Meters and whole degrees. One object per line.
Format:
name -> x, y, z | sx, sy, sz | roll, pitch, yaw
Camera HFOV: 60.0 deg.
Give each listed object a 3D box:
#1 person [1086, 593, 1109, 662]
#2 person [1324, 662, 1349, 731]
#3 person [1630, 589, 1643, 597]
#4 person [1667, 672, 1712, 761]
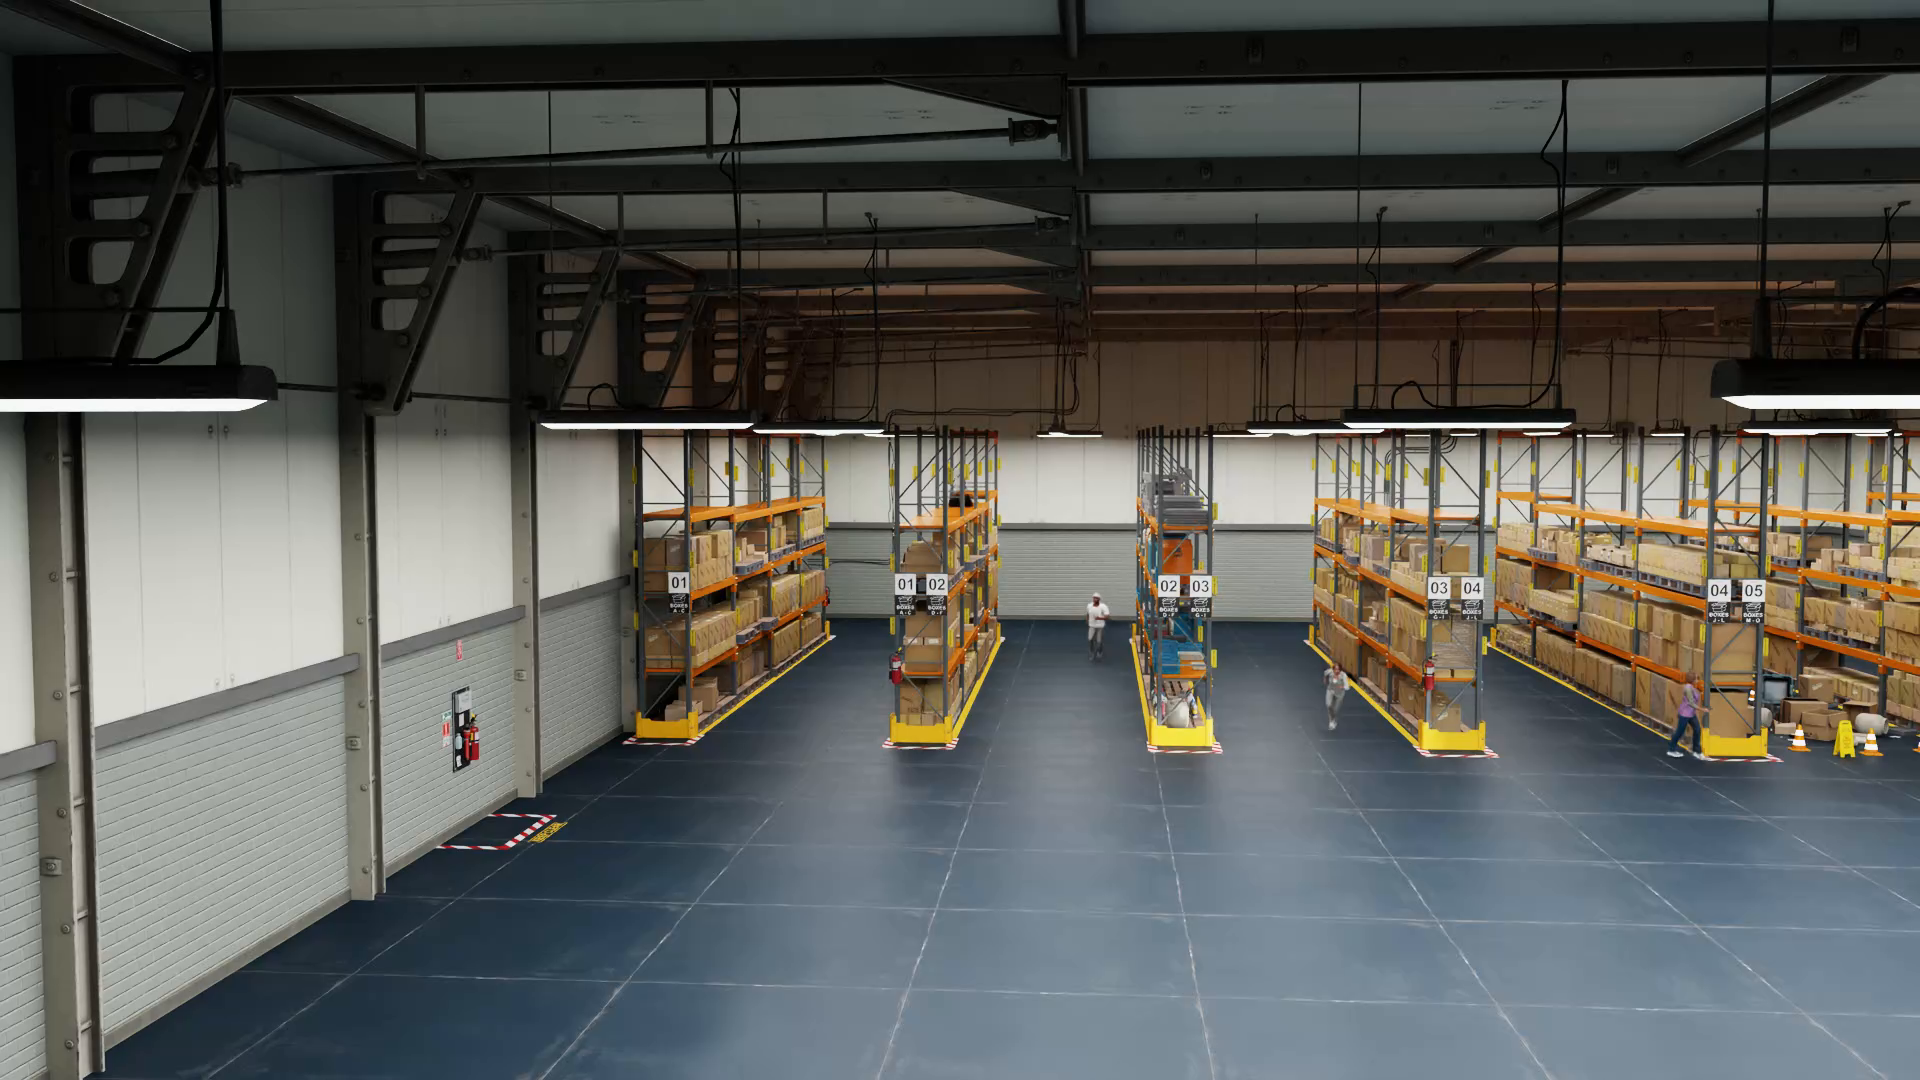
person -> 3.544, 2.255, 43.068 | 0.667, 1.785, 0.711 | 1, 4, 20
person -> 7.395, 3.042, 32.674 | 0.502, 1.371, 1.035 | 1, 4, 13
person -> 19.355, 2.038, 47.280 | 0.733, 1.709, 0.650 | 0, 3, 6
person -> 13.032, 3.161, 29.704 | 0.752, 1.569, 0.496 | 3, 4, 40
